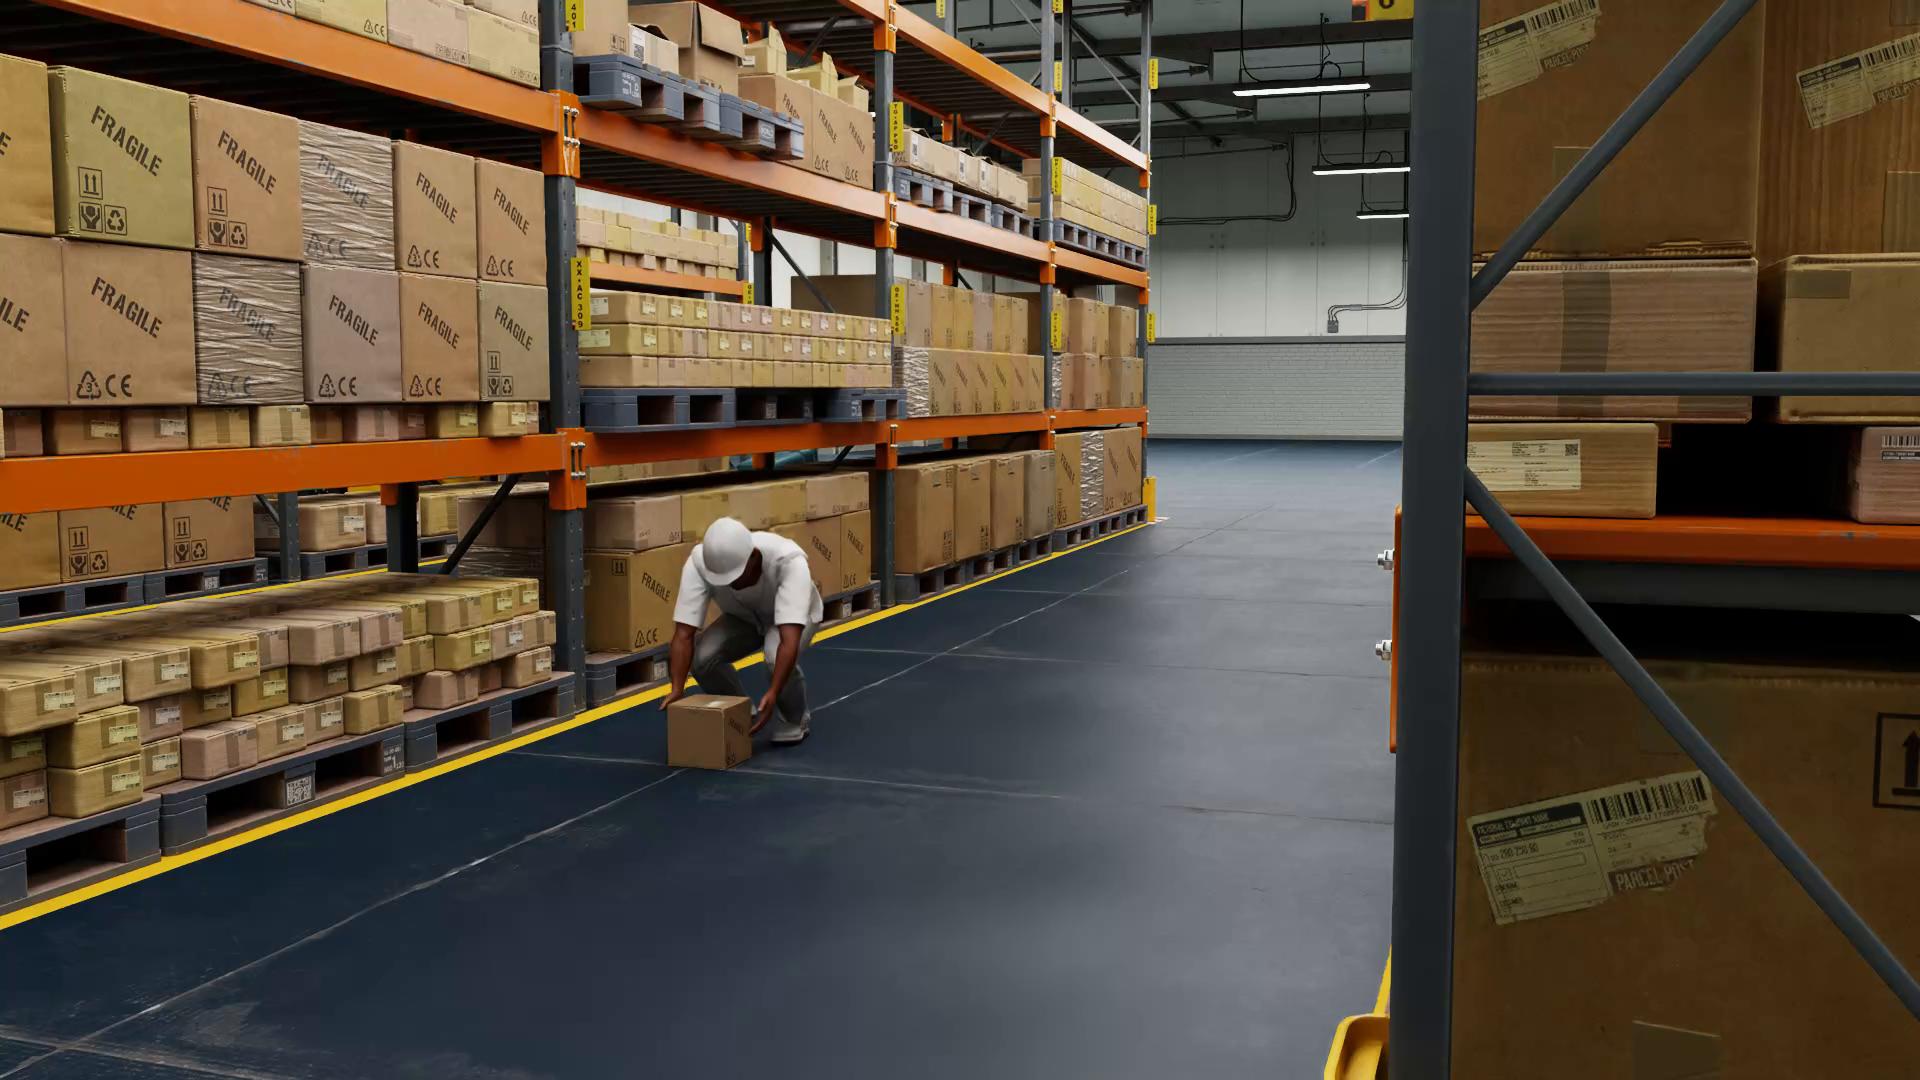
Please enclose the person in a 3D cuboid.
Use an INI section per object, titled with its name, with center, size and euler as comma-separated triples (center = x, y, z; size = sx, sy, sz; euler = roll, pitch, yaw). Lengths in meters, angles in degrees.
[person]
center = -0.855, 0.377, 7.019
size = 0.584, 0.994, 0.894
euler = 2, 5, 18
